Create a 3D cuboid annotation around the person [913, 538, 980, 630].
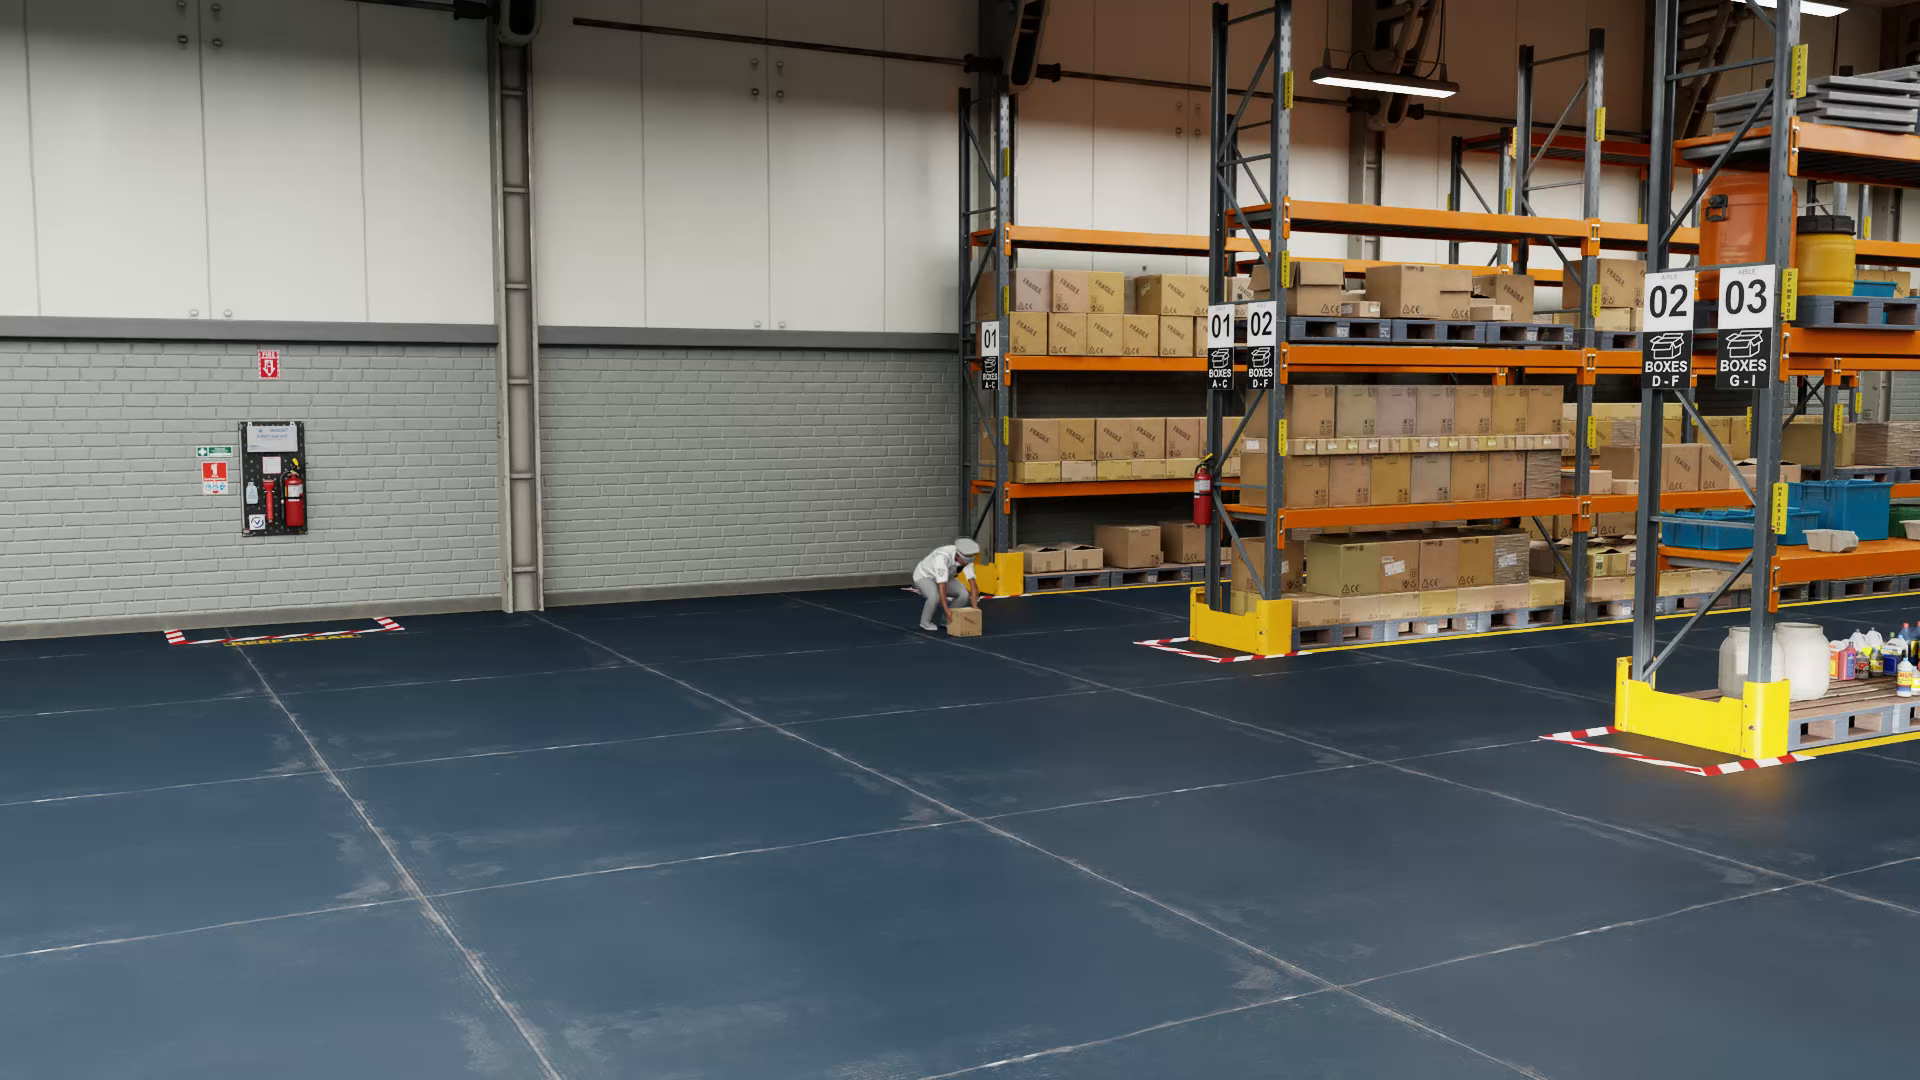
[{"bbox_3d":[-0.122,0.438,16.673,0.484,0.947,0.861,-3,6,-29],"label":"person"}]
